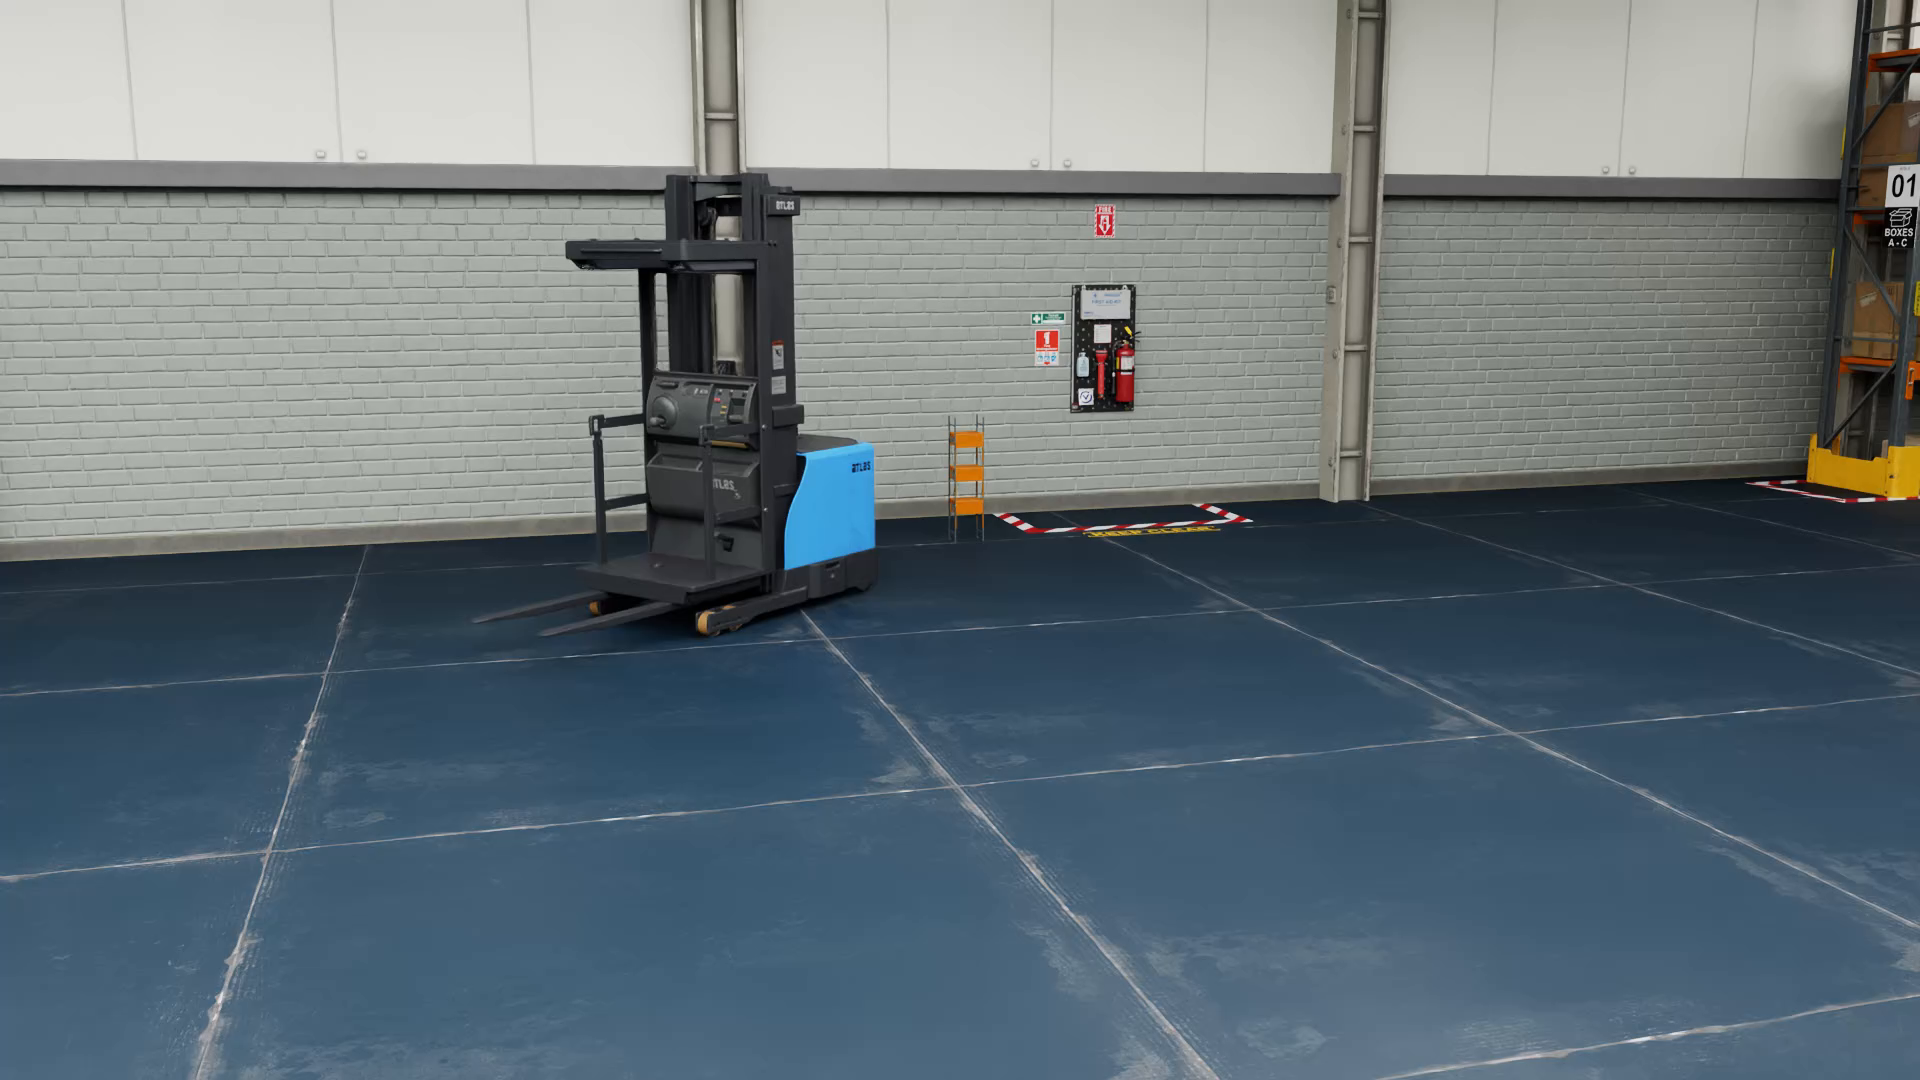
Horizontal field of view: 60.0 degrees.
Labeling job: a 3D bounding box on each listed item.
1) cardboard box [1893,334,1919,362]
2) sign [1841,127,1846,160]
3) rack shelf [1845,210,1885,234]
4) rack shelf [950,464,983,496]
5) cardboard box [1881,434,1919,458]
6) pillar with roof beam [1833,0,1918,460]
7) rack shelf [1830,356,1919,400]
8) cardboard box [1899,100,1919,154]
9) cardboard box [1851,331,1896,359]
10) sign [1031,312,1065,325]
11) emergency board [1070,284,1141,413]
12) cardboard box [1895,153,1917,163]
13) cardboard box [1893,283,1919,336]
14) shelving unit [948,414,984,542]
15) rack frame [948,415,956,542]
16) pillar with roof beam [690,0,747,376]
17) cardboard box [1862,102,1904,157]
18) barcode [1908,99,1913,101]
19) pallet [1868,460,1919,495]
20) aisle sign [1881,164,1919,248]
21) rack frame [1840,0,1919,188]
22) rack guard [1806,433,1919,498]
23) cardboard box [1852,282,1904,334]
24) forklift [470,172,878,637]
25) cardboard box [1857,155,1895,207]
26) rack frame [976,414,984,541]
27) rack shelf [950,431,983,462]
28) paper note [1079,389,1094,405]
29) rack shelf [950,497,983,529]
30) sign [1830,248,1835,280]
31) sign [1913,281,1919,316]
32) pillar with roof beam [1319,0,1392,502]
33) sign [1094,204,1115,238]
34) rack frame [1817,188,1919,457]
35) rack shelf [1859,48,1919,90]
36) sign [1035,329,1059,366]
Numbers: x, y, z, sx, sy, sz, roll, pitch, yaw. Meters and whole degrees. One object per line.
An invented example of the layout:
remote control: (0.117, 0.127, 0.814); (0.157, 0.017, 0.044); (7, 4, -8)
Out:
cardboard box: (9.629, -1.898, 16.432); (0.500, 0.250, 0.500); (-3, 11, -18)
sign: (8.936, -4.001, 16.764); (0.005, 0.325, 0.100); (-3, 11, -16)
rack shelf: (10.992, -3.215, 16.929); (4.000, 0.370, 1.077); (-3, 11, -16)
rack shelf: (0.051, -0.509, 13.968); (0.240, 0.259, 0.215); (-3, 11, -16)
cardboard box: (9.761, -0.906, 16.895); (0.500, 0.311, 0.500); (-4, 11, -22)
pillar with roof beam: (10.706, -4.381, 12.987); (0.400, 9.000, 9.100); (-3, 11, -16)
rack shelf: (10.992, -1.740, 17.201); (4.000, 0.370, 1.077); (-3, 11, -16)
cardboard box: (9.510, -3.996, 16.089); (0.500, 0.500, 0.500); (-4, 11, -20)
cardboard box: (9.467, -1.986, 16.909); (0.500, 0.250, 0.500); (-3, 11, -15)
sign: (0.805, -2.023, 15.189); (0.331, 0.109, 0.001); (-3, 11, -16)
emergency board: (1.358, -1.756, 15.302); (0.643, 1.169, 0.194); (-3, 11, -16)
cardboard box: (9.463, -3.500, 16.159); (0.500, 0.500, 0.500); (-3, 11, -14)
cardboard box: (9.614, -2.269, 16.377); (0.500, 0.500, 0.500); (-3, 11, -16)
shelving unit: (0.051, -0.519, 13.966); (0.252, 1.050, 0.215); (-3, 11, -16)
rack frame: (-0.066, -0.513, 13.933); (0.008, 1.050, 0.200); (-3, 11, -16)
pillar with roof beam: (-0.816, -3.773, 9.688); (0.400, 9.000, 9.100); (-3, 11, -16)
cardboard box: (9.413, -4.086, 16.578); (0.500, 0.500, 0.500); (-3, 11, -13)
barcode: (9.614, -4.427, 16.828); (0.075, 0.075, 0.001); (-3, 11, -16)
pallet: (9.935, -0.660, 17.049); (1.213, 0.211, 1.003); (-3, 11, -16)
aisle sign: (9.087, -3.215, 16.047); (0.004, 0.787, 0.394); (-3, 11, -16)
rack frame: (9.072, -4.943, 16.043); (0.127, 3.000, 1.000); (-3, 11, -16)
rack guard: (9.145, -0.767, 16.833); (0.348, 0.500, 1.175); (-3, 11, -16)
cardboard box: (9.465, -2.358, 16.860); (0.500, 0.500, 0.500); (-3, 11, -17)
forklift: (-1.853, -0.919, 10.942); (1.130, 2.935, 3.031); (7, 13, 34)
cardboard box: (9.402, -3.592, 16.657); (0.500, 0.500, 0.500); (-2, 11, -12)
rack frame: (0.169, -0.525, 14.000); (0.008, 1.050, 0.200); (-3, 11, -16)
rack shelf: (0.051, -0.788, 13.917); (0.240, 0.259, 0.215); (-3, 11, -16)
paper note: (1.169, -1.326, 15.399); (0.142, 0.148, 0.016); (-3, 11, -16)
rack shelf: (0.051, -0.235, 14.018); (0.240, 0.259, 0.215); (-3, 11, -16)
sign: (8.936, -2.815, 16.982); (0.005, 0.325, 0.100); (-3, 11, -16)
sign: (9.224, -2.324, 15.995); (0.005, 0.325, 0.100); (-3, 11, -16)
pillar with roof beam: (4.945, -4.077, 11.337); (0.400, 9.000, 9.100); (-3, 11, -16)
sign: (1.322, -2.913, 15.184); (0.199, 0.298, 0.001); (-3, 11, -16)
rack frame: (9.072, -1.993, 16.586); (0.127, 3.000, 1.000); (-3, 11, -16)
rack shelf: (10.992, -4.689, 16.658); (4.000, 0.370, 1.077); (-3, 11, -16)
sign: (0.798, -1.764, 15.245); (0.234, 0.329, 0.001); (-3, 11, -16)
